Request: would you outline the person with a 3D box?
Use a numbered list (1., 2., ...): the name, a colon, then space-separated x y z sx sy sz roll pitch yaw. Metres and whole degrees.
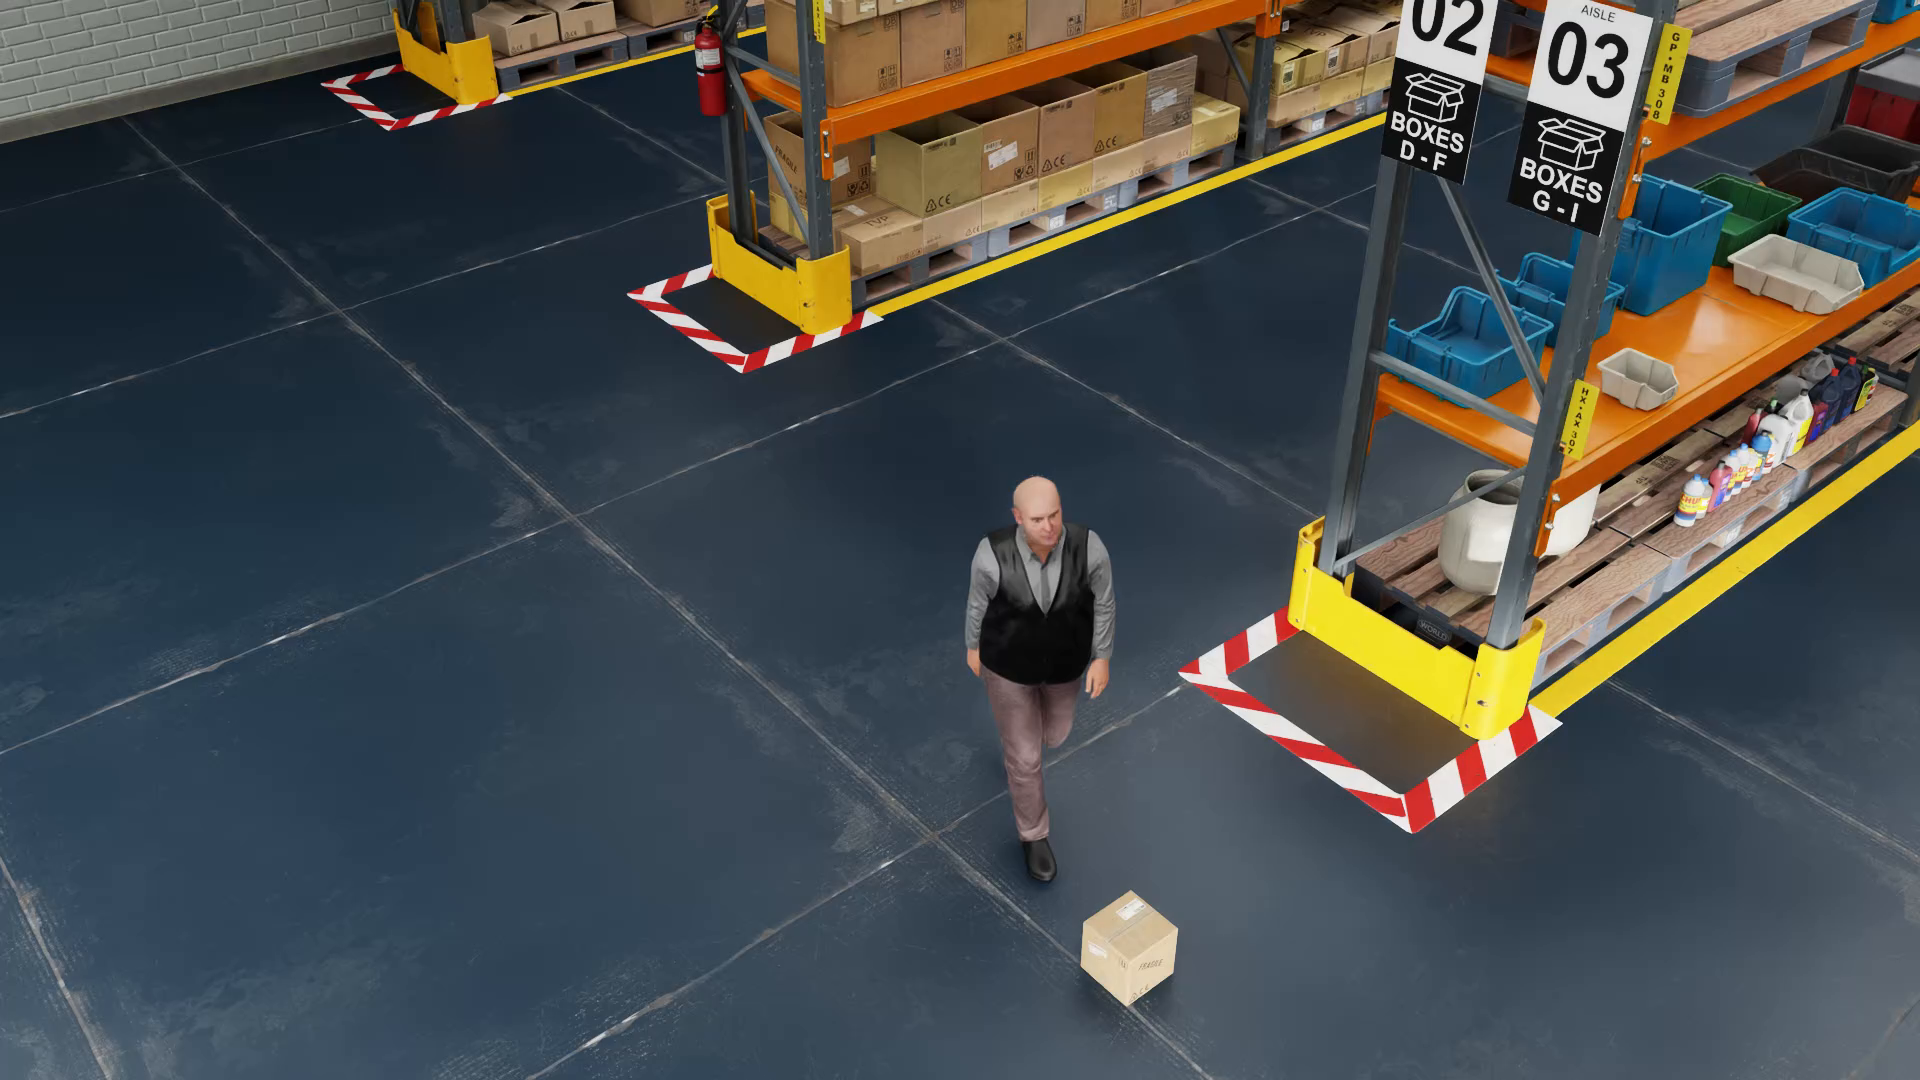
1. person: 0.307 0.444 6.493 0.554 1.694 0.891 -7 36 -9
